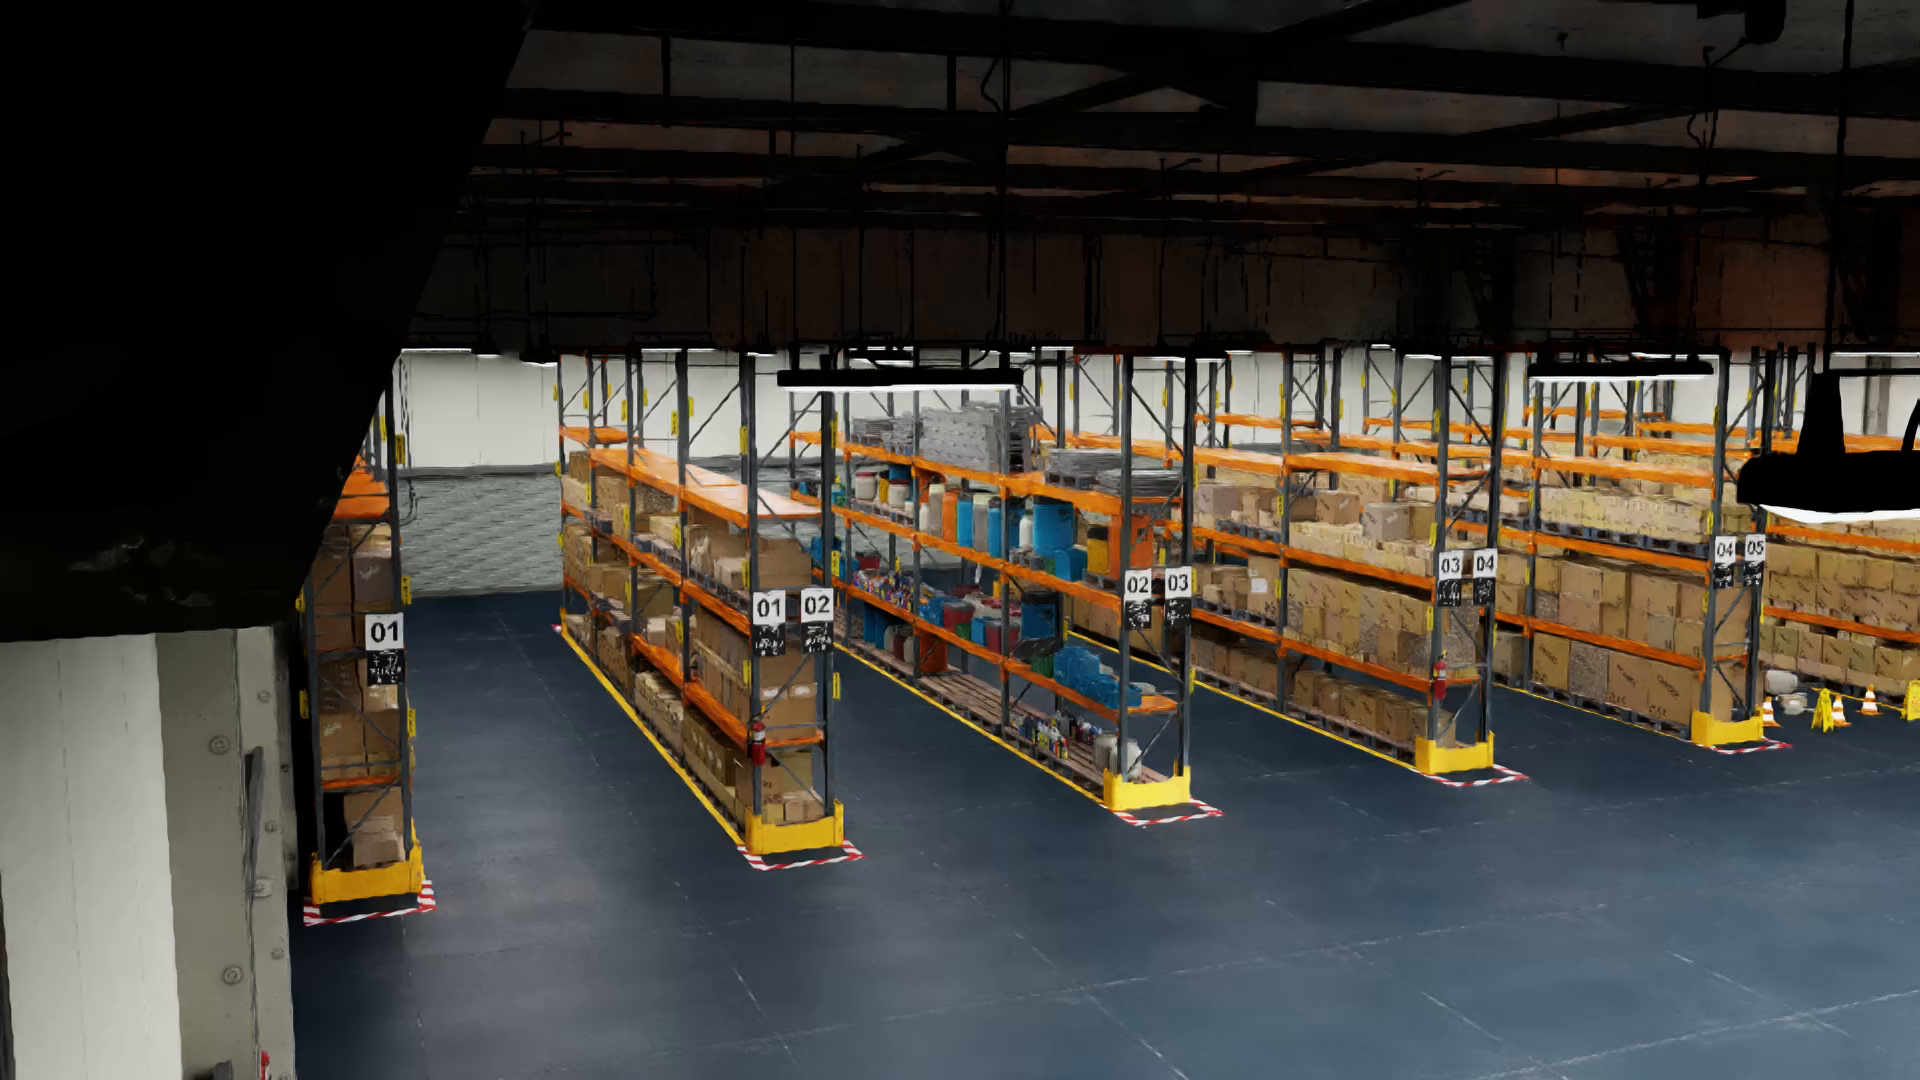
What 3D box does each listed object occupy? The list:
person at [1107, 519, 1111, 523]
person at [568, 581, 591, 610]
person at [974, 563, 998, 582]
[{"bbox_3d":[3.719,0.247,41.643,0.497,1.583,1.090,-2,8,-19],"label":"person"},{"bbox_3d":[-8.515,0.785,37.187,0.585,1.679,0.975,-7,10,-44],"label":"person"},{"bbox_3d":[0.741,0.257,41.507,0.613,1.607,0.808,-6,9,-39],"label":"person"}]
